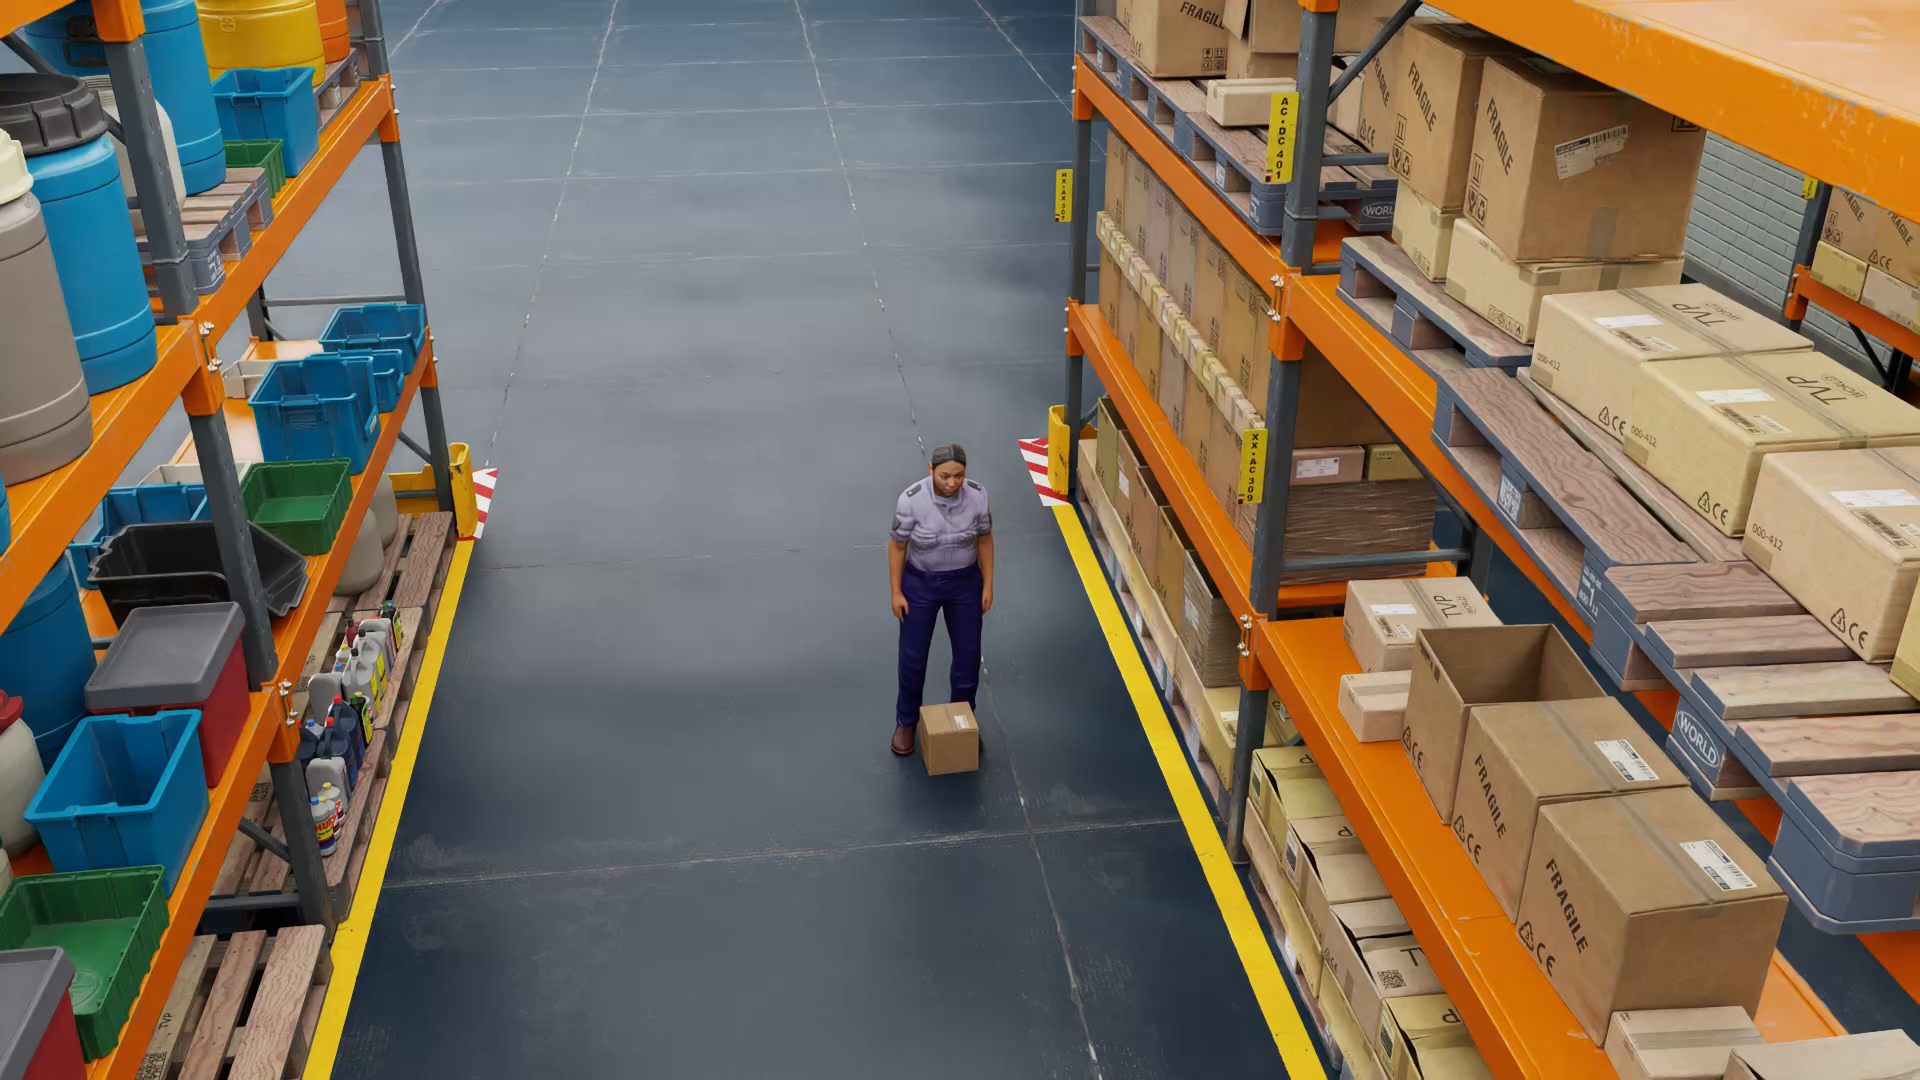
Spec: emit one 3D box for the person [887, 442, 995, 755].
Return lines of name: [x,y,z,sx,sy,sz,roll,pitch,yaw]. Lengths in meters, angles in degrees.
person: [-0.092,0.267,8.110,0.543,1.652,0.414,-4,28,-7]
